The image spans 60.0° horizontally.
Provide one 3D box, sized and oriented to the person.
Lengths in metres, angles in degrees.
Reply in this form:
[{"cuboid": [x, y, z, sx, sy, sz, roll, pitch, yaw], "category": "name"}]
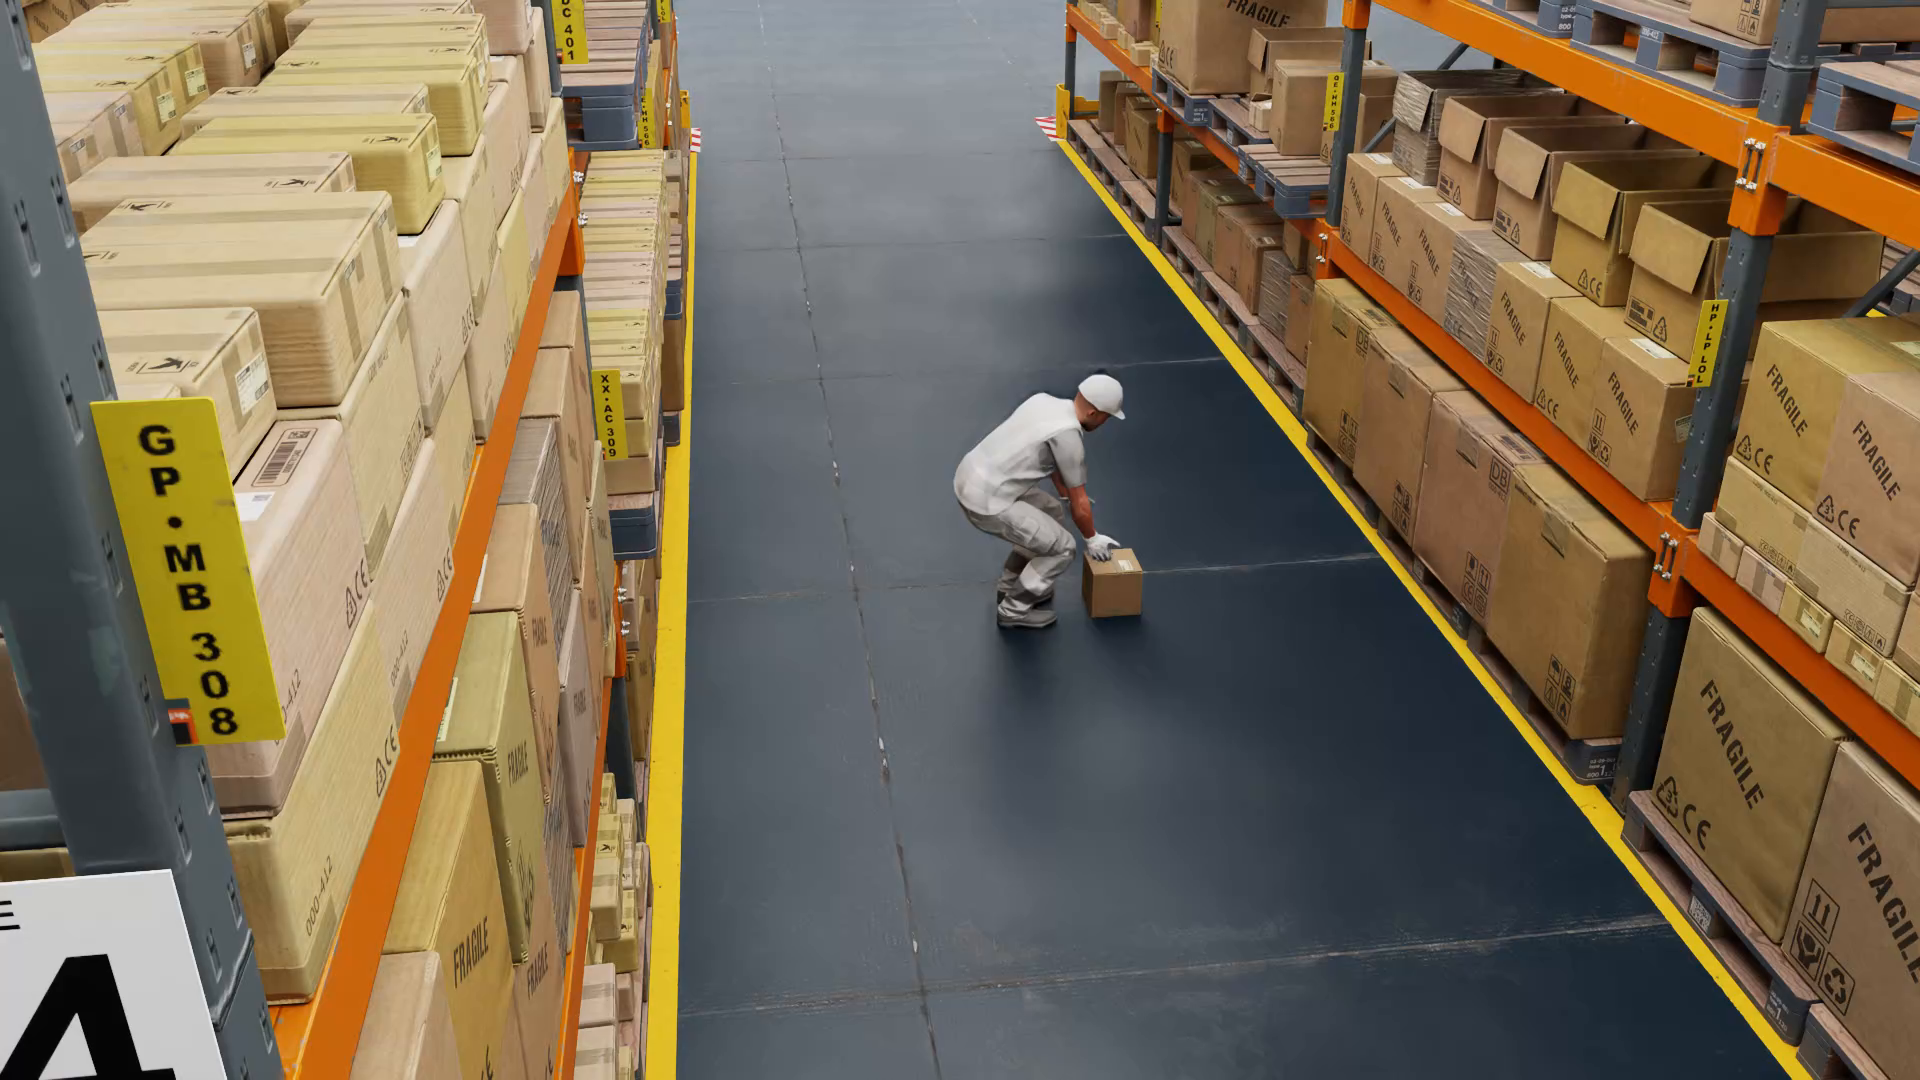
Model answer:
[{"cuboid": [0.381, -0.212, 8.127, 0.838, 1.230, 0.585, -4, 27, -7], "category": "person"}]
